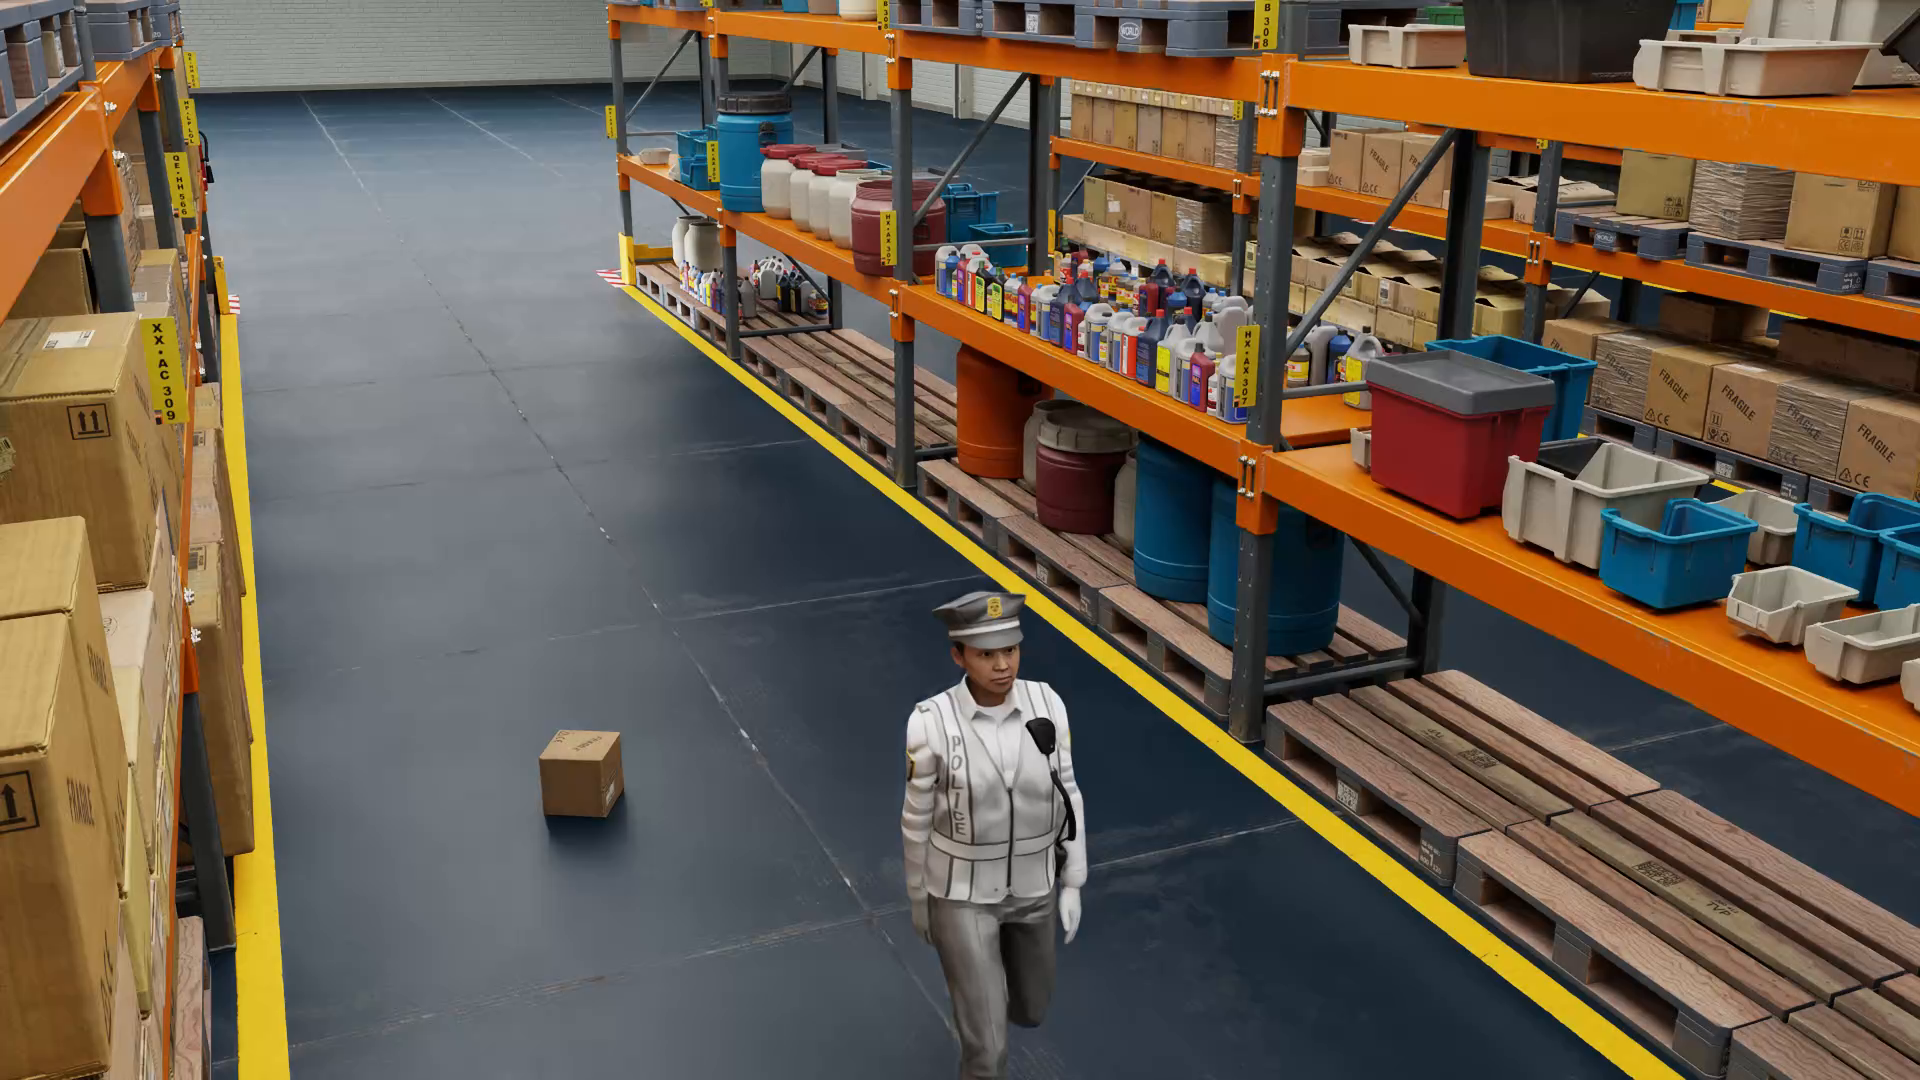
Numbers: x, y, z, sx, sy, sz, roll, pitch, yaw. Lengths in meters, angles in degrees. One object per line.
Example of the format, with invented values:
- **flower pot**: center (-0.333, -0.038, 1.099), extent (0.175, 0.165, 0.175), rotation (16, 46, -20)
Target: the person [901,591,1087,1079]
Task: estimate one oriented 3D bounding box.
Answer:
- **person**: center (0.090, 0.889, 4.400), extent (0.480, 1.657, 0.817), rotation (-7, 20, -20)
